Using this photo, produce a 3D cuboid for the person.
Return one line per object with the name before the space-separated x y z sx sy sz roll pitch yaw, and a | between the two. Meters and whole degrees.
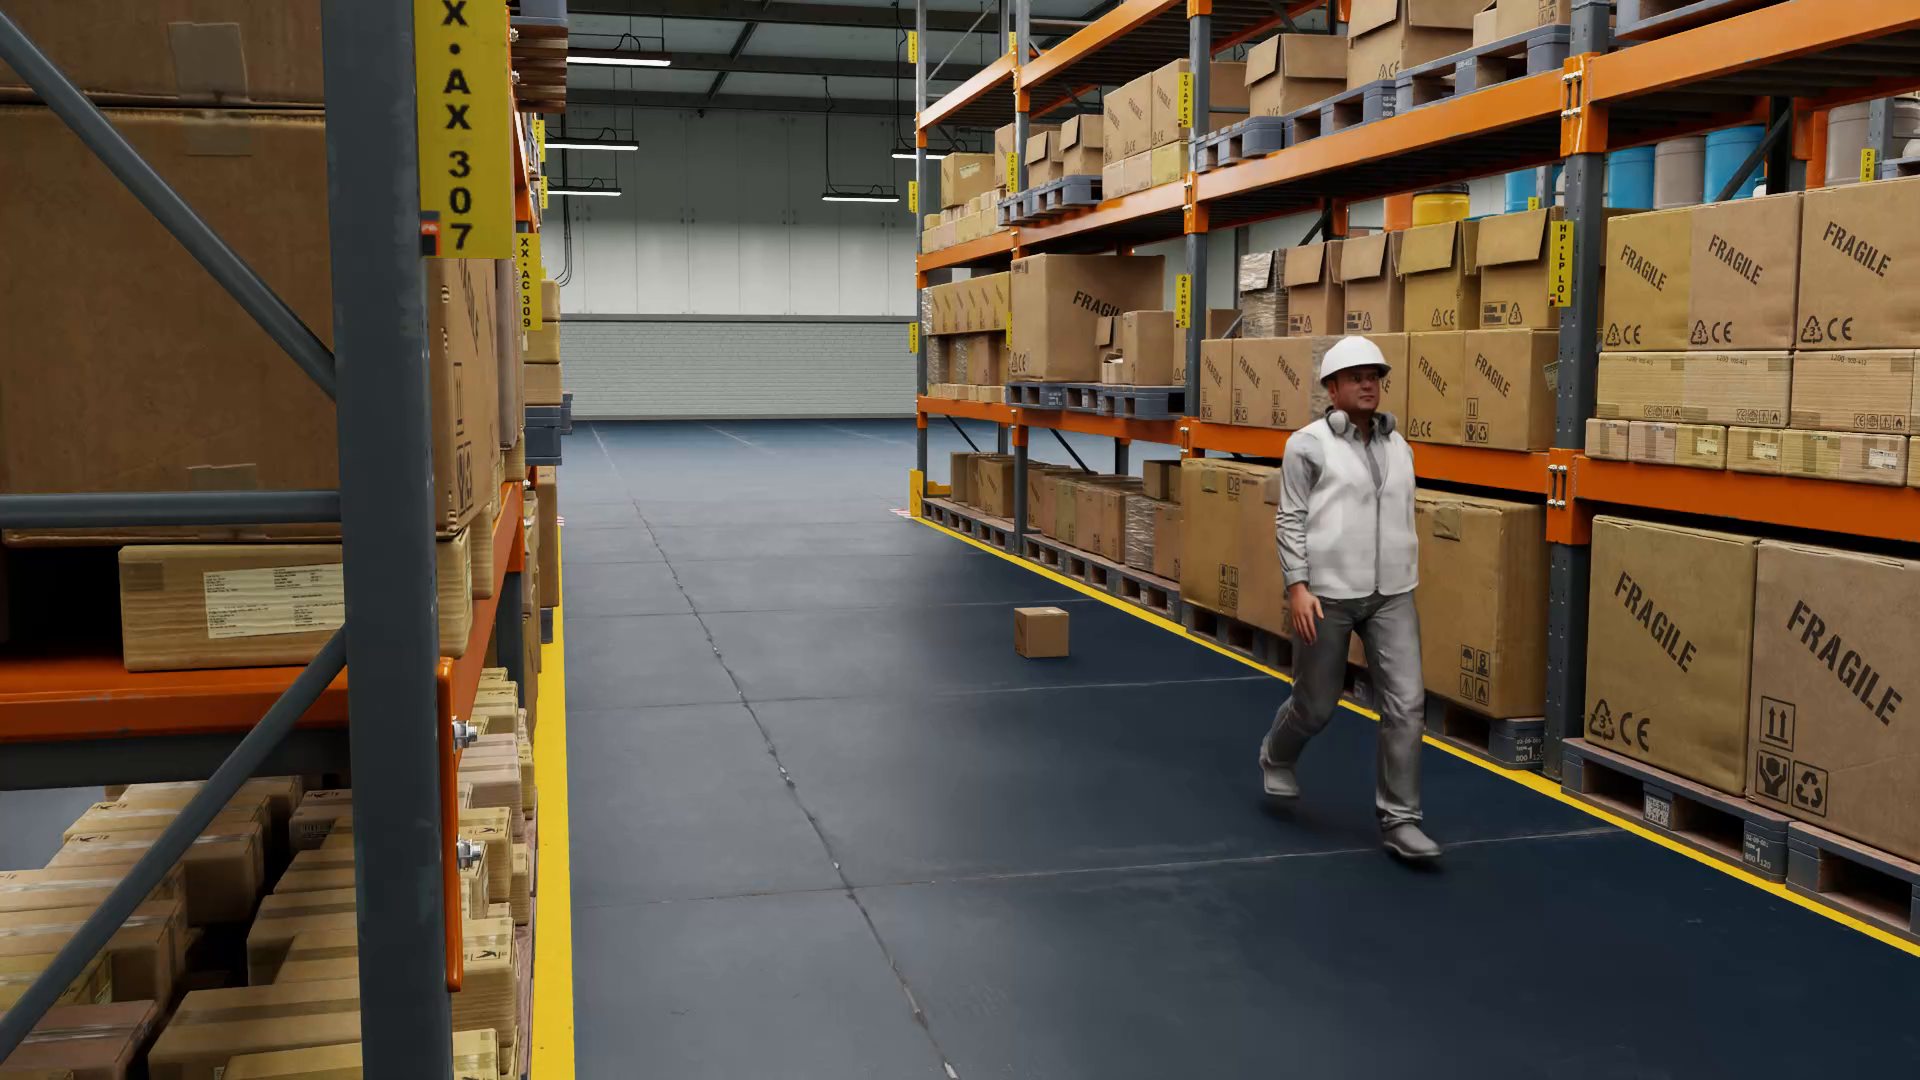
person | 1.342 0.169 5.750 0.545 1.739 0.942 -1 6 -12
